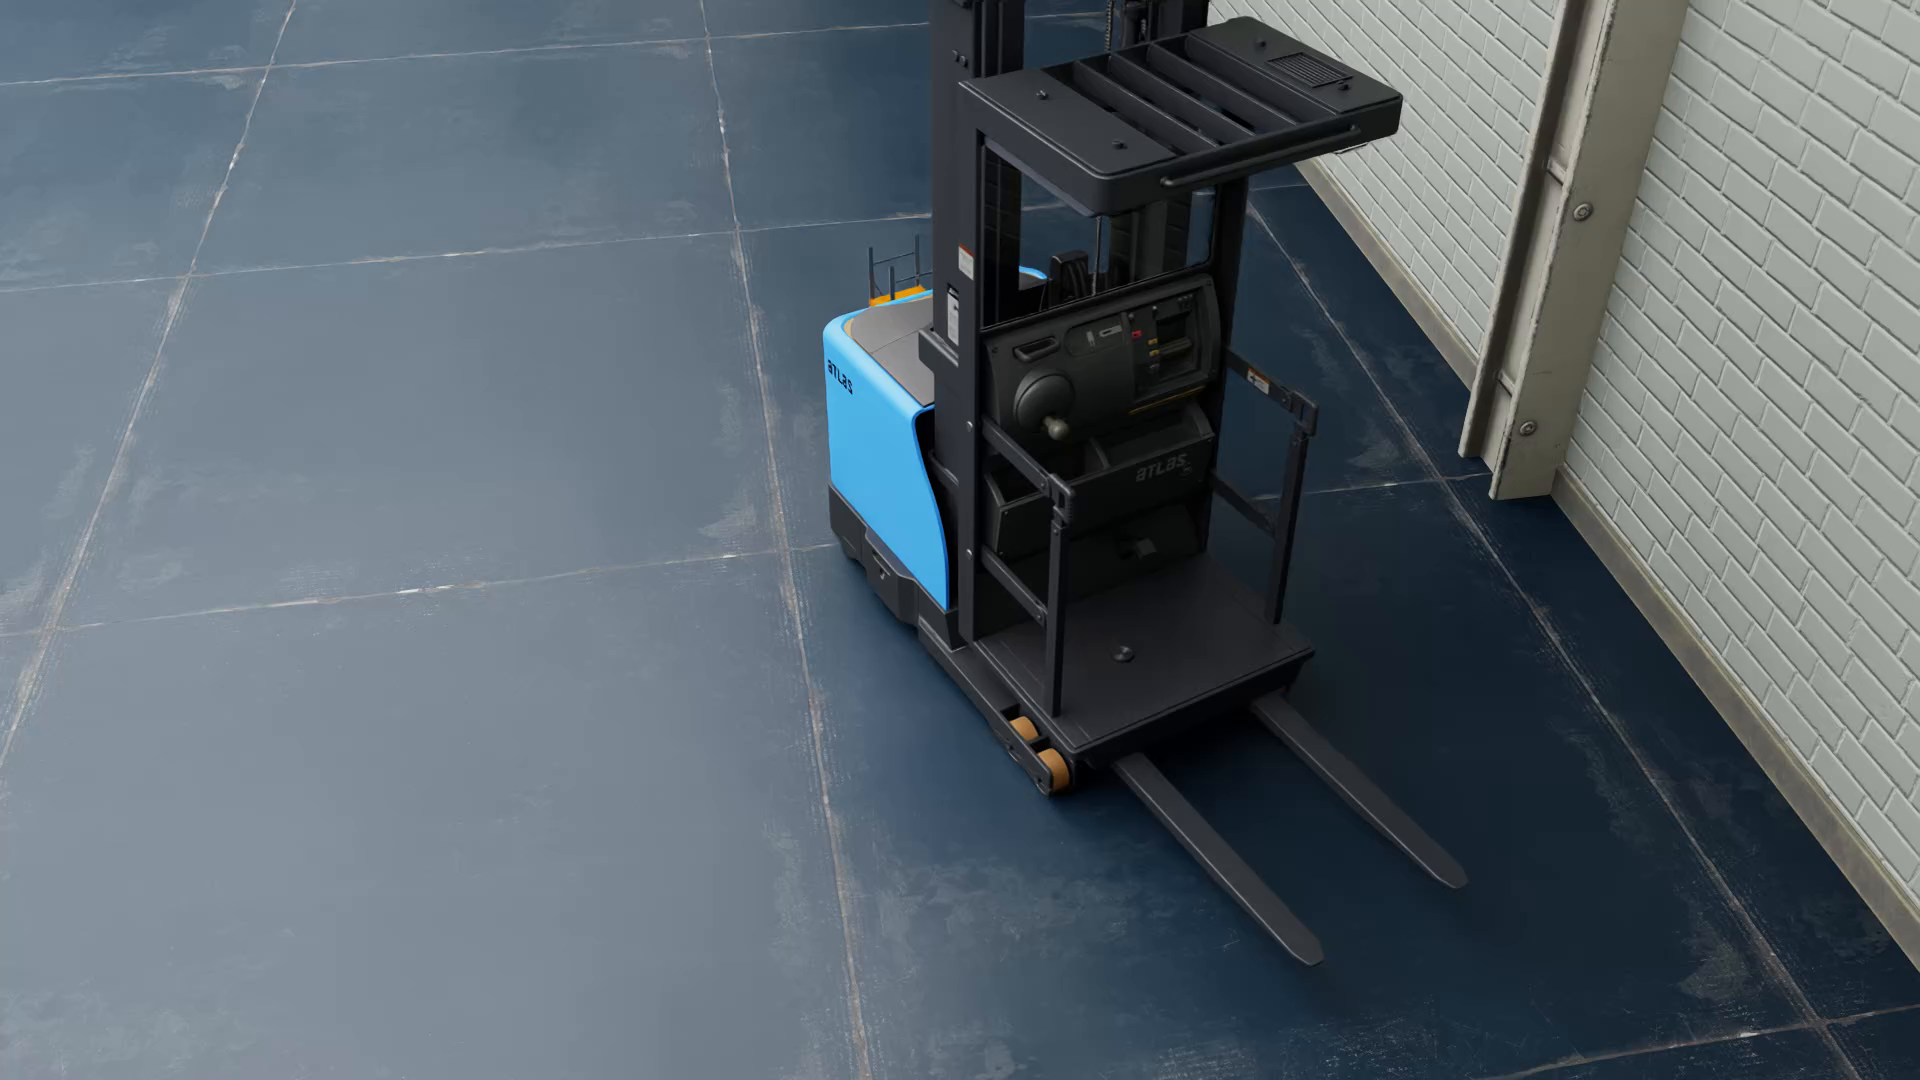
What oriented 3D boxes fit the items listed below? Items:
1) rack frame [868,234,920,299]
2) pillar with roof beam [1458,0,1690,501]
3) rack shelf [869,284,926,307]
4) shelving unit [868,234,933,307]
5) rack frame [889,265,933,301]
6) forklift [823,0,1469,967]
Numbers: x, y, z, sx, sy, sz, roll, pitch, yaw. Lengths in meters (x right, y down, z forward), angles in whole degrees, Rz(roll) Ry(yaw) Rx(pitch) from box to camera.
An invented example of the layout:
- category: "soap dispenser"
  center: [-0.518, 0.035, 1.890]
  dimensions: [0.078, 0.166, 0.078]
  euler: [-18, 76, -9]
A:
- category: "rack frame"
  center: [-0.275, -0.765, 7.257]
  dimensions: [0.240, 1.200, 0.006]
  euler: [-20, 42, -24]
- category: "pillar with roof beam"
  center: [-1.723, -3.404, 4.297]
  dimensions: [9.100, 9.000, 0.400]
  euler: [-6, 38, -8]
- category: "rack shelf"
  center: [-0.228, -0.966, 7.001]
  dimensions: [0.258, 0.103, 0.180]
  euler: [-20, 42, -24]
- category: "shelving unit"
  center: [-0.228, -0.717, 7.195]
  dimensions: [0.258, 1.200, 0.189]
  euler: [-20, 42, -24]
- category: "rack frame"
  center: [-0.182, -0.668, 7.132]
  dimensions: [0.240, 1.200, 0.006]
  euler: [-20, 42, -24]
- category: "forklift"
  center: [0.616, -0.557, 5.578]
  dimensions: [1.130, 2.935, 3.031]
  euler: [-20, 42, -24]
